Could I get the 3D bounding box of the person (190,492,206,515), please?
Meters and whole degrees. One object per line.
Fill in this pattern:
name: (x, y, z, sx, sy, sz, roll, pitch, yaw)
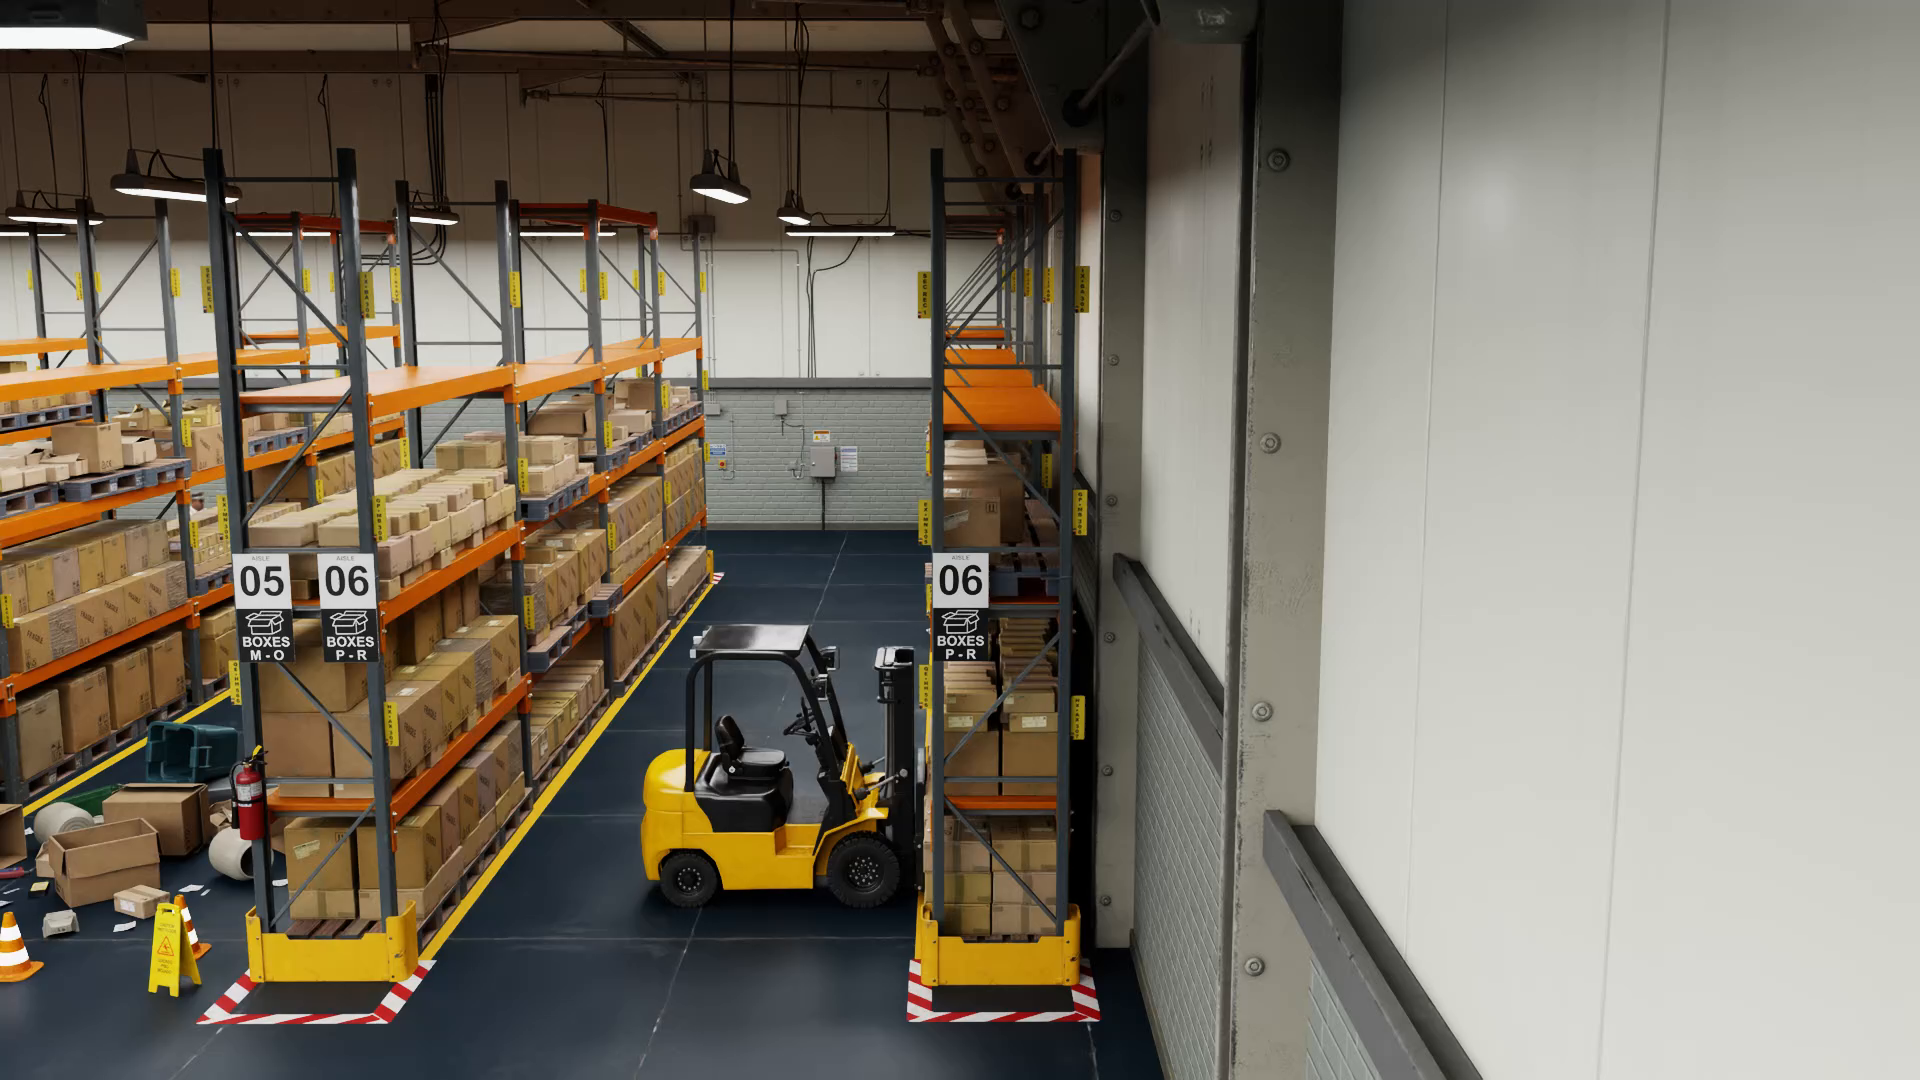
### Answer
person: (-12.172, 0.070, 26.666, 0.568, 1.705, 0.830, -6, 11, -32)
